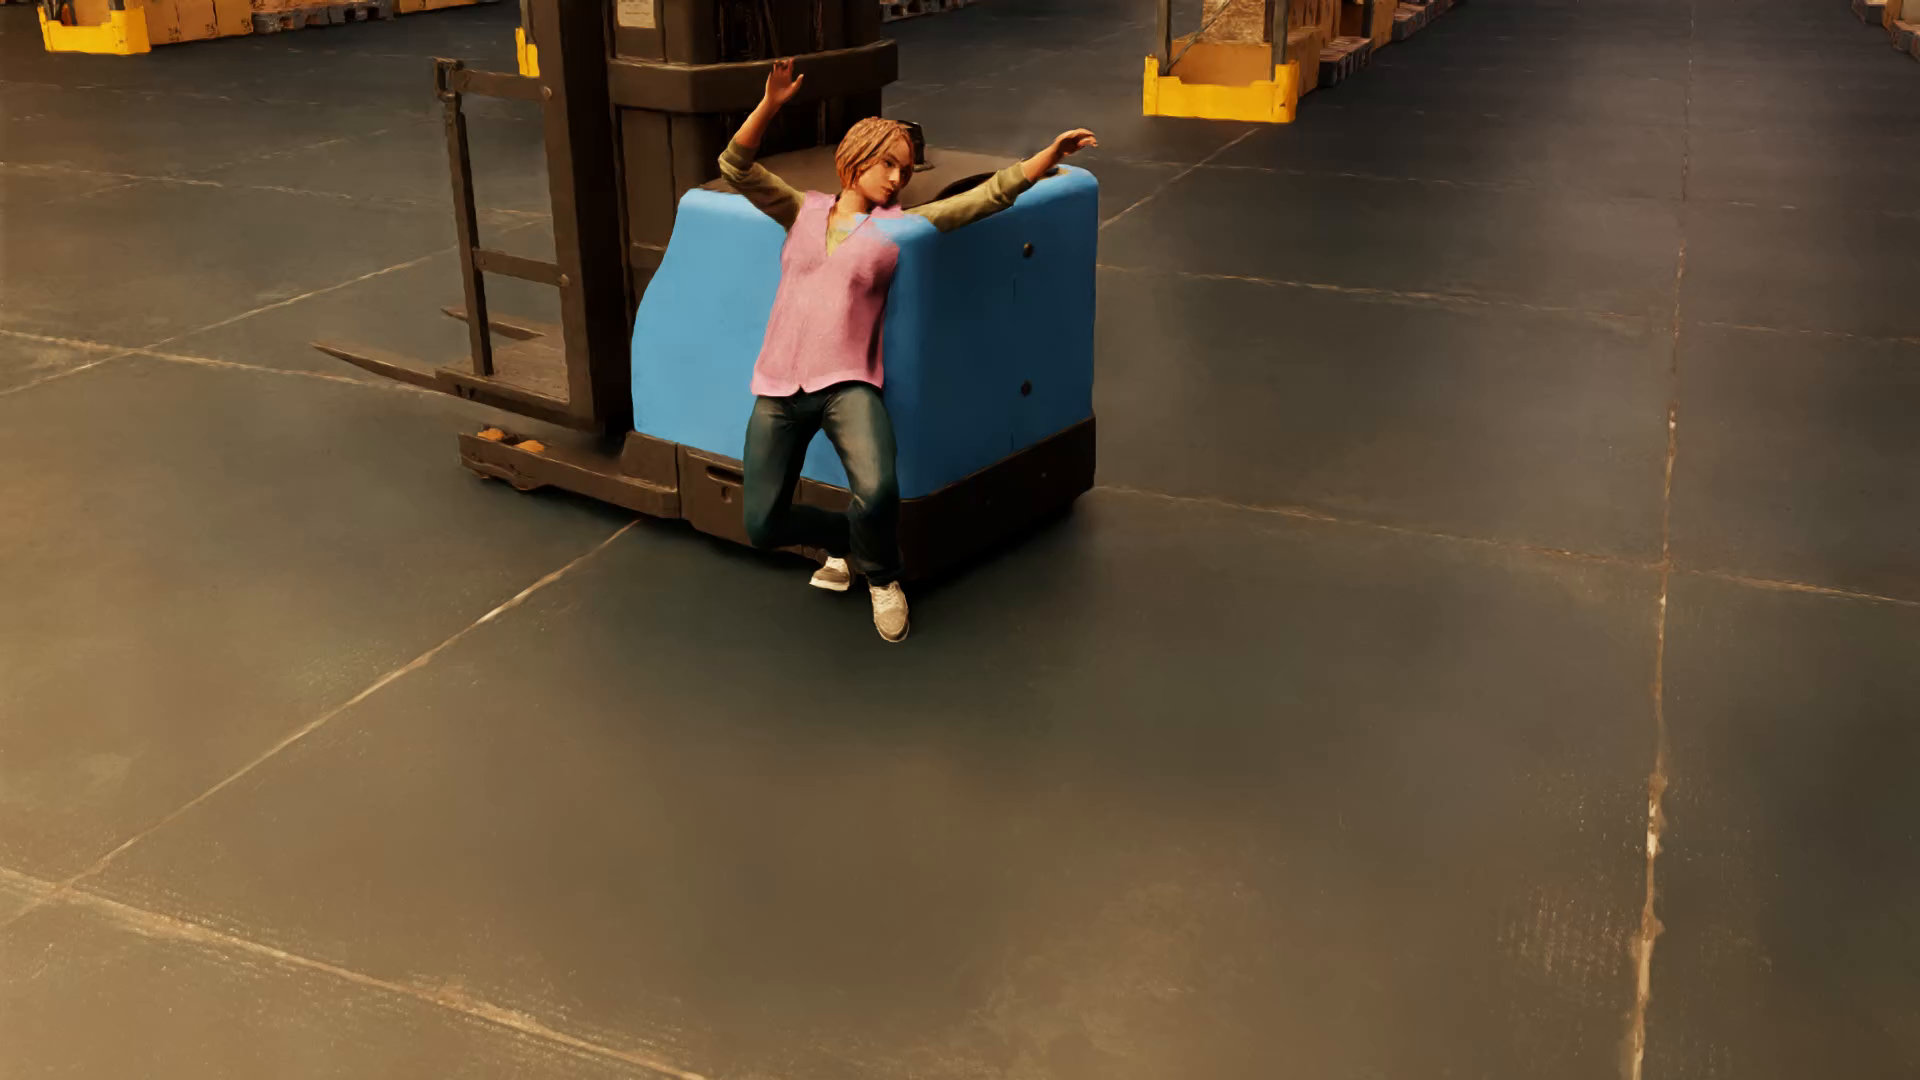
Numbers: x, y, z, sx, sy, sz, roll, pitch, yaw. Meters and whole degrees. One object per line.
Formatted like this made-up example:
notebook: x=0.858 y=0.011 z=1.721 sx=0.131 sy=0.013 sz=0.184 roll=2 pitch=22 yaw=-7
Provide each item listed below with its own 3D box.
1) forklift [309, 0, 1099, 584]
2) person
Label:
forklift: x=-1.059 y=-1.660 z=5.264 sx=3.031 sy=2.935 sz=1.130 roll=16 pitch=27 yaw=33
person: x=-0.152 y=-0.466 z=4.274 sx=0.939 sy=1.508 sz=0.728 roll=6 pitch=23 yaw=14
